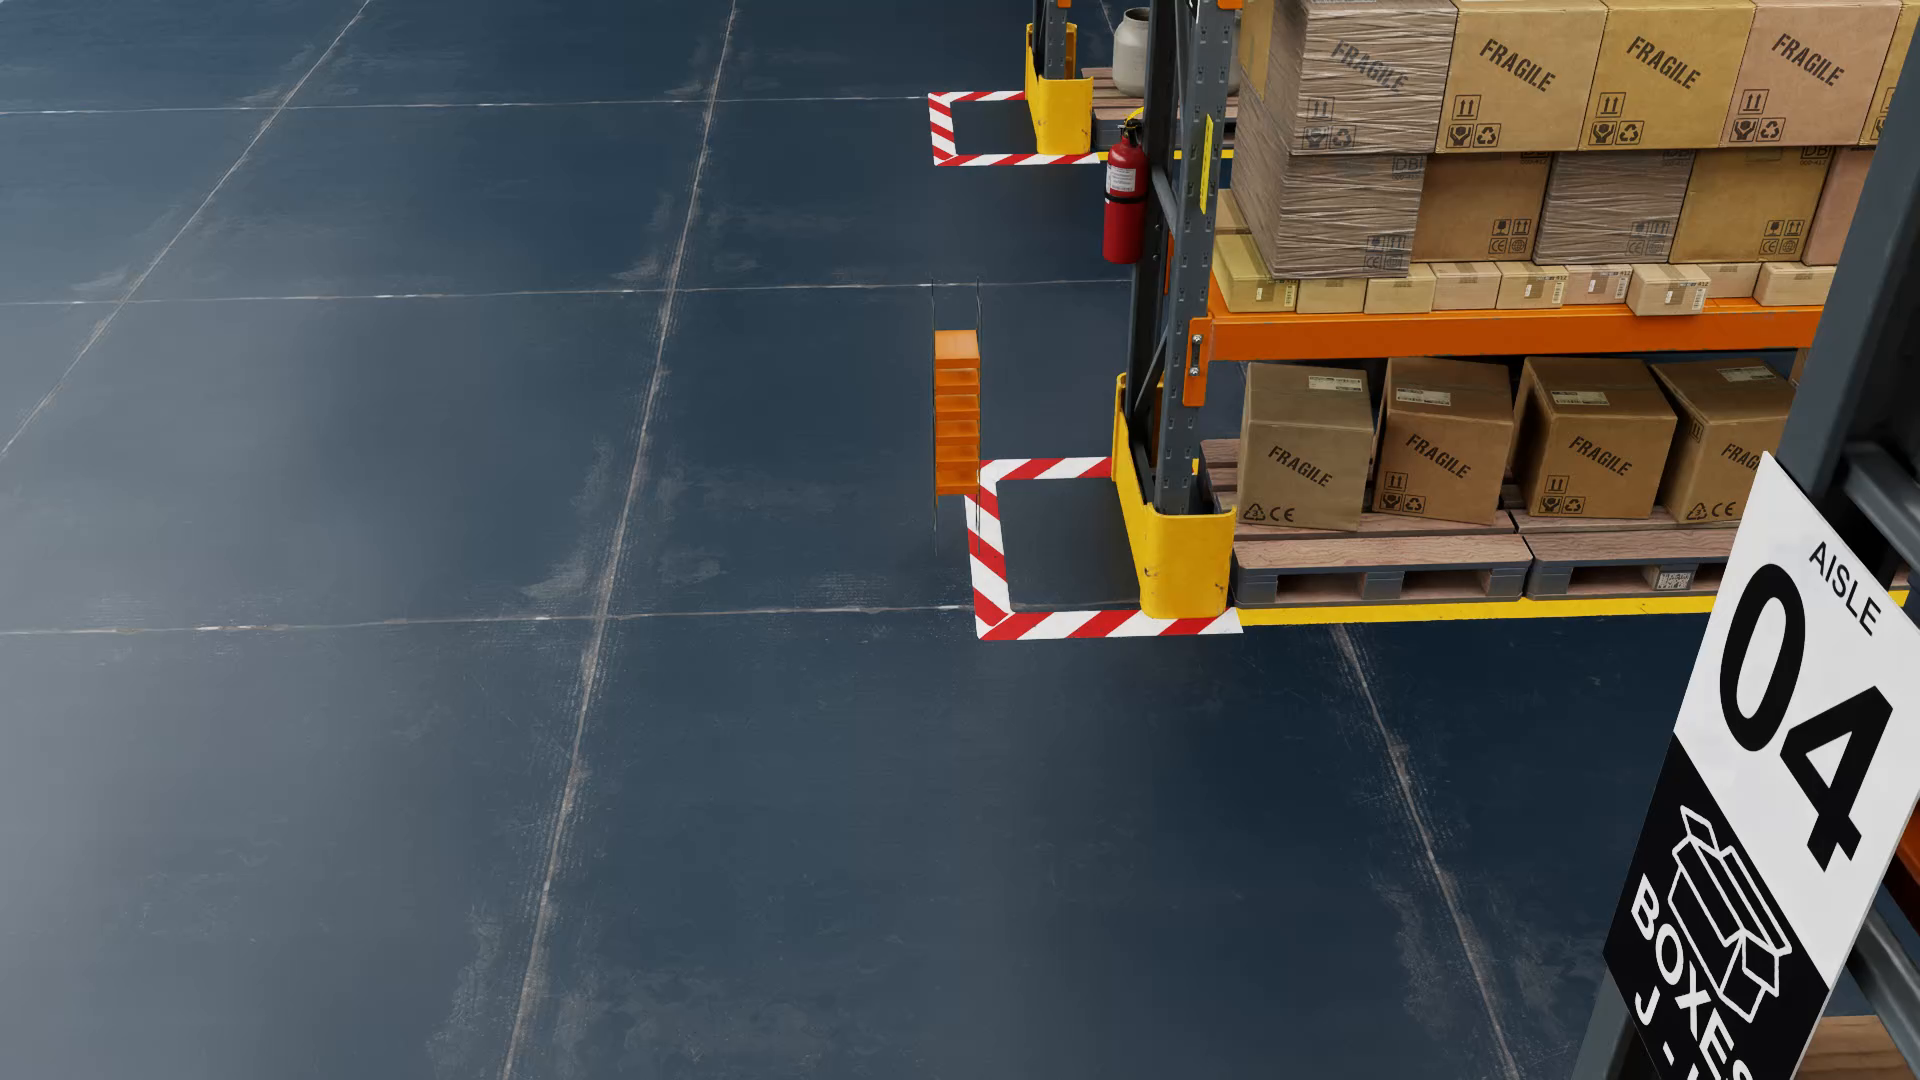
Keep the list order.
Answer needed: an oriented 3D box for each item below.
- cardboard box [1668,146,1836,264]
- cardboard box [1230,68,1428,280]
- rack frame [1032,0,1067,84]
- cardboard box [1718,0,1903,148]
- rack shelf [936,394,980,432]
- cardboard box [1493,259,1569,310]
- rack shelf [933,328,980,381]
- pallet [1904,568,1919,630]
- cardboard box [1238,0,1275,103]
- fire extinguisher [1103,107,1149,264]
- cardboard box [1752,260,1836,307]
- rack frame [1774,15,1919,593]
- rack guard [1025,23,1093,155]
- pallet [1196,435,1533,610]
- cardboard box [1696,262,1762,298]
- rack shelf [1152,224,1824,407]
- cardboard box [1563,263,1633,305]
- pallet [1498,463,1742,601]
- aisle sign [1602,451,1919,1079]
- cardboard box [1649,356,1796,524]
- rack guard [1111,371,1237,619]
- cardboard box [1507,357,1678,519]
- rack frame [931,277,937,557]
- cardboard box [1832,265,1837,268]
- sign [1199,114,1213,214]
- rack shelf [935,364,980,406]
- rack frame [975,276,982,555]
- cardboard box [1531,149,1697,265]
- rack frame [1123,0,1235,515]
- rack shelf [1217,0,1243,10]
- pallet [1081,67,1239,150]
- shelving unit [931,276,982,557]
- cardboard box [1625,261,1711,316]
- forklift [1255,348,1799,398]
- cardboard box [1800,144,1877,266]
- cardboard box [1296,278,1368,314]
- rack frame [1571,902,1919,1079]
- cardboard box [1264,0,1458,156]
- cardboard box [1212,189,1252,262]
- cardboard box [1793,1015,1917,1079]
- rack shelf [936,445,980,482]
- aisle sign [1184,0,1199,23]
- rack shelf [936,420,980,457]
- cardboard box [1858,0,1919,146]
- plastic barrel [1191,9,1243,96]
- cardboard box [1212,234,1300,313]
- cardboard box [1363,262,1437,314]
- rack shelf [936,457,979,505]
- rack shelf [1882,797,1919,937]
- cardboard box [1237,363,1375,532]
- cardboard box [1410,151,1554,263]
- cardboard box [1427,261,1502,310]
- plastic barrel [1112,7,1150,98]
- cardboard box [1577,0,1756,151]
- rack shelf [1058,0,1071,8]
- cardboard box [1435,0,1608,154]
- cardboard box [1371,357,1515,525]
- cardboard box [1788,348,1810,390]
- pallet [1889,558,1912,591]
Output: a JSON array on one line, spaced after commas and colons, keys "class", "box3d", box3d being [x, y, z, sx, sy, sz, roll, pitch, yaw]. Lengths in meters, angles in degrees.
[{"class": "cardboard box", "box3d": [2.866, -1.484, 6.409, 0.500, 0.500, 0.875, -2, 35, -2]}, {"class": "cardboard box", "box3d": [1.371, -1.406, 6.297, 0.500, 0.500, 0.875, -2, 35, -2]}, {"class": "rack frame", "box3d": [0.586, -4.059, 10.479, 0.127, 3.000, 1.000, -2, 35, -2]}, {"class": "cardboard box", "box3d": [2.881, -1.719, 5.870, 0.500, 0.500, 0.500, -2, 35, -2]}, {"class": "rack shelf", "box3d": [-0.015, -0.555, 6.865, 0.180, 0.103, 0.258, -2, 35, -2]}, {"class": "cardboard box", "box3d": [2.116, -1.028, 6.320, 0.250, 0.149, 0.380, -2, 35, -2]}, {"class": "rack shelf", "box3d": [-0.015, -0.752, 6.728, 0.180, 0.103, 0.258, -2, 35, -2]}, {"class": "pallet", "box3d": [1.694, 0.356, 1.542, 1.213, 0.211, 1.003, -2, 35, -2]}, {"class": "cardboard box", "box3d": [1.358, -1.973, 6.238, 0.500, 0.500, 0.500, -2, 35, -2]}, {"class": "fire extinguisher", "box3d": [0.684, -1.471, 6.807, 0.183, 0.674, 0.296, -2, 35, -2]}, {"class": "cardboard box", "box3d": [3.116, -1.043, 6.342, 0.250, 0.149, 0.380, -2, 35, -2]}, {"class": "rack frame", "box3d": [0.954, -0.888, 0.626, 0.127, 3.000, 1.000, -2, 35, -2]}, {"class": "rack guard", "box3d": [0.659, -3.060, 11.232, 0.348, 0.500, 1.175, -2, 35, -2]}, {"class": "pallet", "box3d": [1.709, -0.101, 7.210, 1.213, 0.211, 1.003, -2, 35, -2]}, {"class": "cardboard box", "box3d": [2.862, -1.080, 6.395, 0.250, 0.149, 0.380, -2, 35, -2]}, {"class": "rack shelf", "box3d": [2.818, -1.002, 6.694, 4.000, 0.370, 1.077, -2, 35, -2]}, {"class": "cardboard box", "box3d": [2.364, -1.050, 6.352, 0.250, 0.149, 0.380, -2, 35, -2]}, {"class": "pallet", "box3d": [2.925, -0.132, 7.255, 1.213, 0.211, 1.003, -2, 35, -2]}, {"class": "aisle sign", "box3d": [0.869, 0.341, 1.837, 0.004, 0.787, 0.394, -2, 35, -2]}, {"class": "cardboard box", "box3d": [3.226, -0.427, 7.059, 0.500, 0.500, 0.500, -4, 35, -6]}, {"class": "rack guard", "box3d": [0.896, -0.218, 7.125, 0.348, 0.500, 1.175, -2, 35, -2]}, {"class": "cardboard box", "box3d": [2.666, -0.437, 7.074, 0.500, 0.500, 0.500, 2, 35, 2]}, {"class": "rack frame", "box3d": [-0.106, -0.491, 6.904, 0.006, 1.200, 0.240, -2, 35, -2]}, {"class": "cardboard box", "box3d": [3.364, -1.070, 6.381, 0.250, 0.149, 0.380, -2, 35, -2]}, {"class": "sign", "box3d": [0.846, -1.291, 5.719, 0.005, 0.325, 0.100, -2, 35, -2]}, {"class": "rack shelf", "box3d": [-0.015, -0.654, 6.797, 0.180, 0.103, 0.258, -2, 35, -2]}, {"class": "rack frame", "box3d": [0.077, -0.496, 6.911, 0.006, 1.200, 0.240, -2, 35, -2]}, {"class": "cardboard box", "box3d": [2.366, -1.477, 6.399, 0.500, 0.500, 0.875, -2, 35, -2]}, {"class": "rack frame", "box3d": [0.820, -1.244, 6.411, 0.127, 3.000, 1.000, -2, 35, -2]}, {"class": "rack shelf", "box3d": [2.818, -2.235, 5.840, 4.000, 0.370, 1.077, -2, 35, -2]}, {"class": "pallet", "box3d": [1.471, -2.960, 11.342, 1.213, 0.211, 1.003, -2, 35, -2]}, {"class": "shelving unit", "box3d": [-0.015, -0.493, 6.908, 0.189, 1.200, 0.258, -2, 35, -2]}, {"class": "cardboard box", "box3d": [2.619, -0.998, 6.277, 0.250, 0.149, 0.380, -2, 35, -2]}, {"class": "forklift", "box3d": [3.003, -2.176, 7.819, 3.031, 2.935, 1.130, -1, 35, -2]}, {"class": "cardboard box", "box3d": [3.367, -1.474, 6.394, 0.500, 0.500, 0.875, -2, 35, -2]}, {"class": "cardboard box", "box3d": [1.367, -1.008, 6.292, 0.250, 0.149, 0.380, -2, 35, -2]}, {"class": "rack frame", "box3d": [0.954, 1.579, 2.333, 0.127, 3.000, 1.000, -2, 35, -2]}, {"class": "cardboard box", "box3d": [1.382, -1.678, 5.811, 0.500, 0.500, 0.500, -2, 35, -2]}, {"class": "cardboard box", "box3d": [1.095, -1.265, 6.663, 0.250, 0.149, 0.380, -2, 35, -2]}, {"class": "cardboard box", "box3d": [1.326, 1.085, 1.966, 0.550, 0.550, 0.875, -2, 35, -2]}, {"class": "rack shelf", "box3d": [-0.015, -0.358, 7.002, 0.180, 0.103, 0.258, -2, 35, -2]}, {"class": "aisle sign", "box3d": [0.772, -2.140, 5.422, 0.004, 0.787, 0.394, -2, 35, -2]}, {"class": "rack shelf", "box3d": [-0.015, -0.456, 6.933, 0.180, 0.103, 0.258, -2, 35, -2]}, {"class": "cardboard box", "box3d": [3.380, -1.730, 5.886, 0.500, 0.500, 0.500, -2, 35, -2]}, {"class": "plastic barrel", "box3d": [1.740, -3.283, 11.176, 0.421, 0.512, 0.421, 0, 35, 0]}, {"class": "cardboard box", "box3d": [1.116, -1.012, 6.298, 0.250, 0.149, 0.380, -2, 35, -2]}, {"class": "cardboard box", "box3d": [1.617, -1.007, 6.289, 0.250, 0.149, 0.380, -2, 35, -2]}, {"class": "rack shelf", "box3d": [-0.015, -0.259, 7.070, 0.180, 0.103, 0.258, -2, 35, -2]}, {"class": "rack shelf", "box3d": [2.952, 0.587, 1.762, 4.000, 0.370, 1.077, -2, 35, -2]}, {"class": "cardboard box", "box3d": [1.445, -0.396, 7.013, 0.500, 0.500, 0.500, 5, 35, 7]}, {"class": "cardboard box", "box3d": [1.865, -1.488, 6.415, 0.500, 0.500, 0.875, -2, 35, -2]}, {"class": "cardboard box", "box3d": [1.866, -1.025, 6.316, 0.250, 0.149, 0.380, -2, 35, -2]}, {"class": "plastic barrel", "box3d": [1.239, -3.270, 11.156, 0.421, 0.512, 0.421, 0, 35, 0]}, {"class": "cardboard box", "box3d": [2.382, -1.702, 5.845, 0.500, 0.500, 0.500, -2, 35, -2]}, {"class": "rack shelf", "box3d": [2.583, -3.817, 10.762, 4.000, 0.370, 1.077, -2, 35, -2]}, {"class": "cardboard box", "box3d": [1.882, -1.688, 5.825, 0.500, 0.500, 0.500, -2, 35, -2]}, {"class": "cardboard box", "box3d": [2.040, -0.431, 7.065, 0.500, 0.500, 0.500, 7, 35, 10]}, {"class": "cardboard box", "box3d": [3.842, -0.488, 7.147, 0.500, 0.500, 0.500, 9, 36, 13]}, {"class": "pallet", "box3d": [4.146, -0.167, 7.305, 1.213, 0.211, 1.003, -2, 35, -2]}]
